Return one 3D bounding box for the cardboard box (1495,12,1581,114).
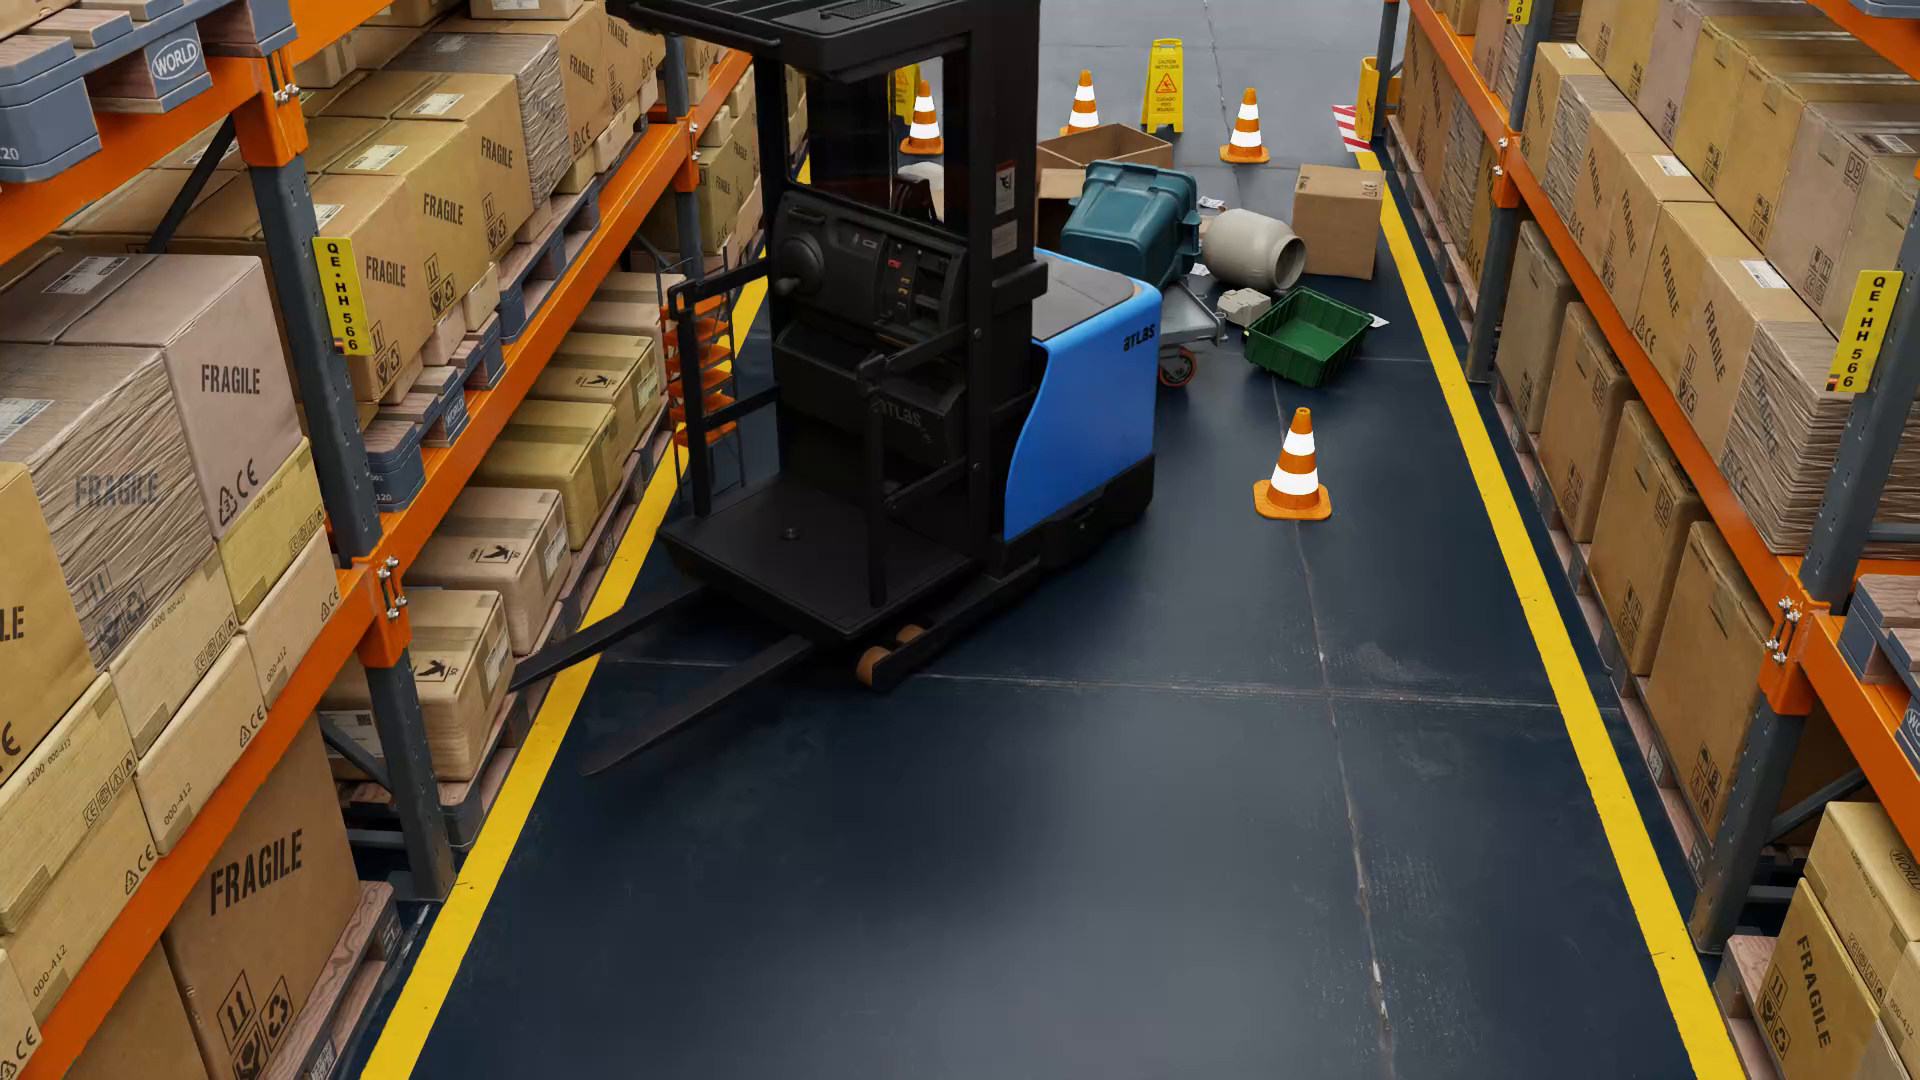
[{"bbox_3d":[3.136,-2.347,8.057,0.875,0.550,0.550,2,32,4],"label":"cardboard box"}]

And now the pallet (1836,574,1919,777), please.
[{"bbox_3d":[2.840,0.460,3.827,1.213,0.211,1.003,2,32,4],"label":"pallet"}]

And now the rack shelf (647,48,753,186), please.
[{"bbox_3d":[-1.661,-2.988,9.926,1.077,0.370,4.000,2,32,4],"label":"rack shelf"}]

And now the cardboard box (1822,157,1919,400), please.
[{"bbox_3d":[2.838,-0.701,4.480,0.700,0.500,0.500,2,32,4],"label":"cardboard box"}]

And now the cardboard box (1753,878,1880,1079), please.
[{"bbox_3d":[2.480,1.246,4.352,0.500,0.500,0.500,1,32,2],"label":"cardboard box"}]

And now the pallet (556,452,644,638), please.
[{"bbox_3d":[-1.983,-0.015,7.073,1.003,0.211,1.213,2,32,4],"label":"pallet"}]

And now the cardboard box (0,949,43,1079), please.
[{"bbox_3d":[-2.028,0.980,2.943,0.500,0.250,0.500,2,32,3],"label":"cardboard box"}]

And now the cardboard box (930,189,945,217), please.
[{"bbox_3d":[-0.048,-1.447,8.399,0.500,0.500,0.500,2,32,4],"label":"cardboard box"}]

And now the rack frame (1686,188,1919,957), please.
[{"bbox_3d":[2.792,0.001,4.389,1.000,3.000,0.127,2,32,4],"label":"rack frame"}]

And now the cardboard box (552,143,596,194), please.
[{"bbox_3d":[-1.688,-1.507,6.675,0.380,0.149,0.250,2,32,4],"label":"cardboard box"}]

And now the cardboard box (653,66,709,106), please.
[{"bbox_3d":[-1.479,-2.293,8.351,0.380,0.149,0.250,2,32,4],"label":"cardboard box"}]

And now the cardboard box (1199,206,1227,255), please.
[{"bbox_3d":[1.422,-1.904,10.086,0.396,0.266,0.258,8,32,12],"label":"cardboard box"}]

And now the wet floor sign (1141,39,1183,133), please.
[{"bbox_3d":[1.472,-3.279,11.956,0.267,0.644,0.232,-3,32,-5],"label":"wet floor sign"}]

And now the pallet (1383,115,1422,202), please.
[{"bbox_3d":[3.456,-2.573,11.224,1.003,0.211,1.213,2,32,4],"label":"pallet"}]

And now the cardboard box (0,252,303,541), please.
[{"bbox_3d":[-1.931,-0.344,3.901,0.500,0.500,0.500,2,32,3],"label":"cardboard box"}]

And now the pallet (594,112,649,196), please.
[{"bbox_3d":[-2.031,-1.774,7.452,1.003,0.211,1.213,2,32,4],"label":"pallet"}]

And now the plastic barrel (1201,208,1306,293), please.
[{"bbox_3d":[1.681,-1.652,9.527,0.512,0.421,0.421,27,41,37],"label":"plastic barrel"}]

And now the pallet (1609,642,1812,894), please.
[{"bbox_3d":[2.931,0.779,5.784,1.003,0.211,1.213,2,32,4],"label":"pallet"}]

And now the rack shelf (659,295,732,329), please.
[{"bbox_3d":[-1.123,-0.965,7.071,0.180,0.103,0.258,20,37,29],"label":"rack shelf"}]

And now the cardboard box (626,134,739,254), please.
[{"bbox_3d":[-1.507,-1.873,8.936,0.500,0.500,0.500,4,32,6],"label":"cardboard box"}]

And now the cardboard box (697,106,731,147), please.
[{"bbox_3d":[-1.437,-2.212,8.868,0.380,0.149,0.250,3,32,5],"label":"cardboard box"}]

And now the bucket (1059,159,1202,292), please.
[{"bbox_3d":[0.831,-1.513,8.518,0.726,0.611,0.620,14,44,21],"label":"bucket"}]

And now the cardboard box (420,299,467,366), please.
[{"bbox_3d":[-1.813,-0.679,5.331,0.380,0.149,0.250,0,32,1],"label":"cardboard box"}]

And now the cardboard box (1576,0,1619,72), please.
[{"bbox_3d":[3.083,-2.299,7.072,0.700,0.500,0.500,2,32,3],"label":"cardboard box"}]

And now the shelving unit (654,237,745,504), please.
[{"bbox_3d":[-1.123,-0.697,7.237,0.189,1.200,0.258,20,37,29],"label":"shelving unit"}]

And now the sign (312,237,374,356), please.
[{"bbox_3d":[-1.596,-0.628,4.307,0.100,0.325,0.005,2,32,4],"label":"sign"}]

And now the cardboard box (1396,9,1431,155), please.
[{"bbox_3d":[3.454,-3.099,11.044,0.875,0.875,0.875,3,32,4],"label":"cardboard box"}]

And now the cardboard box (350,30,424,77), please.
[{"bbox_3d":[-2.273,-1.575,6.167,0.500,0.500,0.500,1,32,2],"label":"cardboard box"}]

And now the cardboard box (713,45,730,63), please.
[{"bbox_3d":[-1.464,-2.695,9.004,0.380,0.149,0.250,3,32,5],"label":"cardboard box"}]

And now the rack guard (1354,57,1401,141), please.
[{"bbox_3d":[3.445,-3.130,11.853,1.175,0.500,0.348,2,32,4],"label":"rack guard"}]

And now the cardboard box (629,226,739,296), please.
[{"bbox_3d":[-1.507,-1.554,9.133,0.500,0.250,0.500,1,32,2],"label":"cardboard box"}]

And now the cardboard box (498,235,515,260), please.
[{"bbox_3d":[-1.844,-1.100,6.015,0.380,0.149,0.250,4,32,6],"label":"cardboard box"}]

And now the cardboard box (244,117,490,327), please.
[{"bbox_3d":[-1.847,-1.003,5.240,0.500,0.500,0.500,4,32,7],"label":"cardboard box"}]

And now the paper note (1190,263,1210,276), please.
[{"bbox_3d":[1.404,-1.611,9.843,0.172,0.023,0.155,14,34,21],"label":"paper note"}]

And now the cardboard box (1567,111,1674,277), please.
[{"bbox_3d":[2.723,-1.344,6.476,0.500,0.500,0.500,2,32,4],"label":"cardboard box"}]

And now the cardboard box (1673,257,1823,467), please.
[{"bbox_3d":[2.603,-0.549,5.186,0.500,0.500,0.500,2,32,4],"label":"cardboard box"}]

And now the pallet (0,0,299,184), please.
[{"bbox_3d":[-2.149,-1.015,3.359,1.213,0.211,1.003,4,32,6],"label":"pallet"}]

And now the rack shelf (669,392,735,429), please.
[{"bbox_3d":[-1.123,-0.557,7.323,0.180,0.103,0.258,20,37,29],"label":"rack shelf"}]

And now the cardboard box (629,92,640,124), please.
[{"bbox_3d":[-1.630,-1.903,7.317,0.380,0.149,0.250,2,32,3],"label":"cardboard box"}]

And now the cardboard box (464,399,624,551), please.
[{"bbox_3d":[-1.974,-0.295,6.974,0.950,0.372,0.625,3,32,6],"label":"cardboard box"}]

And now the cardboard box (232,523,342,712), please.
[{"bbox_3d":[-1.932,0.182,4.238,0.500,0.250,0.500,1,32,2],"label":"cardboard box"}]

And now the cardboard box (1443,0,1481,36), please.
[{"bbox_3d":[3.263,-3.195,9.432,0.875,0.550,0.500,2,32,4],"label":"cardboard box"}]

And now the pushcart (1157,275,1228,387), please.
[{"bbox_3d":[0.452,-1.061,8.612,1.648,0.377,0.936,-8,33,-13],"label":"pushcart"}]

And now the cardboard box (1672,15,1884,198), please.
[{"bbox_3d":[2.959,-1.501,5.779,0.700,0.500,0.500,2,32,3],"label":"cardboard box"}]

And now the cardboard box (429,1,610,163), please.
[{"bbox_3d":[-1.720,-1.816,6.559,0.500,0.500,0.500,4,32,6],"label":"cardboard box"}]

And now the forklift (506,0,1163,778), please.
[{"bbox_3d":[-0.496,-0.977,6.042,1.130,2.935,3.031,25,40,35],"label":"forklift"}]

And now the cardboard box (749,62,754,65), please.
[{"bbox_3d":[-1.391,-2.701,10.280,0.500,0.500,0.500,2,32,3],"label":"cardboard box"}]

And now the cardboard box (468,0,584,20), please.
[{"bbox_3d":[-1.679,-2.117,6.428,0.380,0.149,0.250,1,32,2],"label":"cardboard box"}]

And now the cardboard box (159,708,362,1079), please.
[{"bbox_3d":[-2.289,0.926,4.513,0.875,0.875,0.875,2,32,4],"label":"cardboard box"}]

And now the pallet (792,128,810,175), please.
[{"bbox_3d":[-1.606,-2.690,11.414,1.003,0.211,1.213,2,32,4],"label":"pallet"}]

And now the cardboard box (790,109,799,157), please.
[{"bbox_3d":[-1.346,-2.644,10.902,0.500,0.250,0.500,3,32,4],"label":"cardboard box"}]

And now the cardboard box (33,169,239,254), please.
[{"bbox_3d":[-2.390,-0.755,4.837,0.500,0.500,0.500,2,32,3],"label":"cardboard box"}]

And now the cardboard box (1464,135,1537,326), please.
[{"bbox_3d":[3.239,-1.690,8.759,0.875,0.875,0.875,3,32,5],"label":"cardboard box"}]

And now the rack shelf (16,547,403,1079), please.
[{"bbox_3d":[-2.313,1.195,3.138,1.077,0.370,4.000,2,32,4],"label":"rack shelf"}]

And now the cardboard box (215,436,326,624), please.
[{"bbox_3d":[-1.936,-0.042,4.126,0.500,0.250,0.500,2,32,4],"label":"cardboard box"}]

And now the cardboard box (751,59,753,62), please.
[{"bbox_3d":[-1.314,-3.050,10.228,0.380,0.149,0.250,4,32,6],"label":"cardboard box"}]

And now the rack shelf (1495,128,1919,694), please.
[{"bbox_3d":[2.955,-0.738,6.274,1.077,0.370,4.000,2,32,4],"label":"rack shelf"}]

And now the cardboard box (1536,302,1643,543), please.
[{"bbox_3d":[3.074,-0.479,6.911,1.050,0.750,0.750,2,32,4],"label":"cardboard box"}]

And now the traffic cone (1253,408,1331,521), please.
[{"bbox_3d":[1.503,-0.373,7.415,0.336,0.463,0.334,2,32,4],"label":"traffic cone"}]
